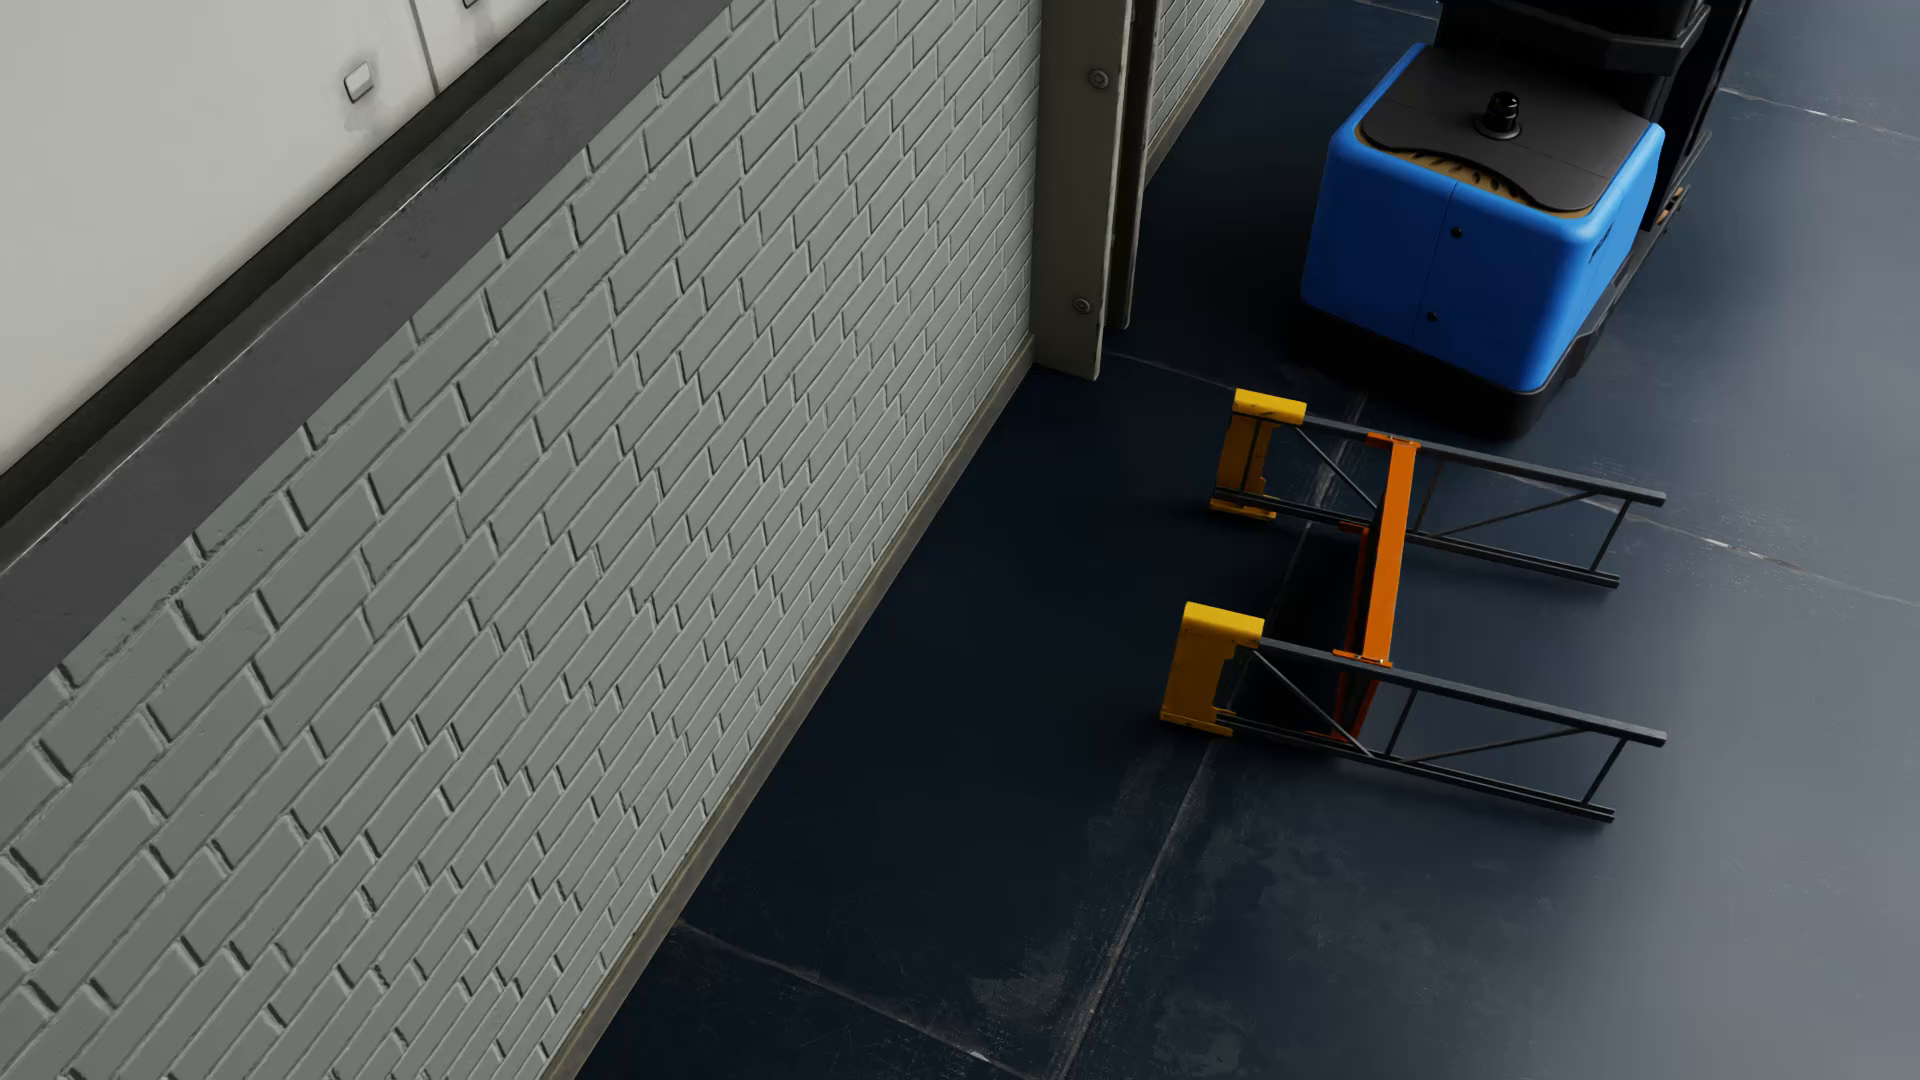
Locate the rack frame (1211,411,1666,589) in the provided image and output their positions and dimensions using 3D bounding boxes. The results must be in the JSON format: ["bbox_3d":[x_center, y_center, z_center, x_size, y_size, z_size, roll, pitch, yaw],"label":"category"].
[{"bbox_3d":[1.684,-0.160,5.989,1.500,0.500,0.032,13,51,8],"label":"rack frame"}]

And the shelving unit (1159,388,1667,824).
[{"bbox_3d":[1.552,0.207,5.677,1.500,0.587,1.083,13,51,8],"label":"shelving unit"}]

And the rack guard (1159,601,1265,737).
[{"bbox_3d":[0.819,0.431,5.454,0.250,0.587,0.087,13,51,8],"label":"rack guard"}]

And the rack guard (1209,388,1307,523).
[{"bbox_3d":[1.081,-0.301,6.076,0.250,0.587,0.087,13,51,8],"label":"rack guard"}]

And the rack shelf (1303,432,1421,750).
[{"bbox_3d":[1.377,0.173,5.696,0.185,0.538,1.000,13,51,8],"label":"rack shelf"}]

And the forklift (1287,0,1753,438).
[{"bbox_3d":[2.595,-2.446,6.407,1.130,2.935,3.031,27,55,21],"label":"forklift"}]

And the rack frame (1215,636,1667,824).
[{"bbox_3d":[1.416,0.587,5.353,1.500,0.500,0.032,13,51,8],"label":"rack frame"}]

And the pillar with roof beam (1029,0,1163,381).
[{"bbox_3d":[4.388,-2.351,2.342,9.100,9.000,0.400,20,52,16],"label":"pillar with roof beam"}]
